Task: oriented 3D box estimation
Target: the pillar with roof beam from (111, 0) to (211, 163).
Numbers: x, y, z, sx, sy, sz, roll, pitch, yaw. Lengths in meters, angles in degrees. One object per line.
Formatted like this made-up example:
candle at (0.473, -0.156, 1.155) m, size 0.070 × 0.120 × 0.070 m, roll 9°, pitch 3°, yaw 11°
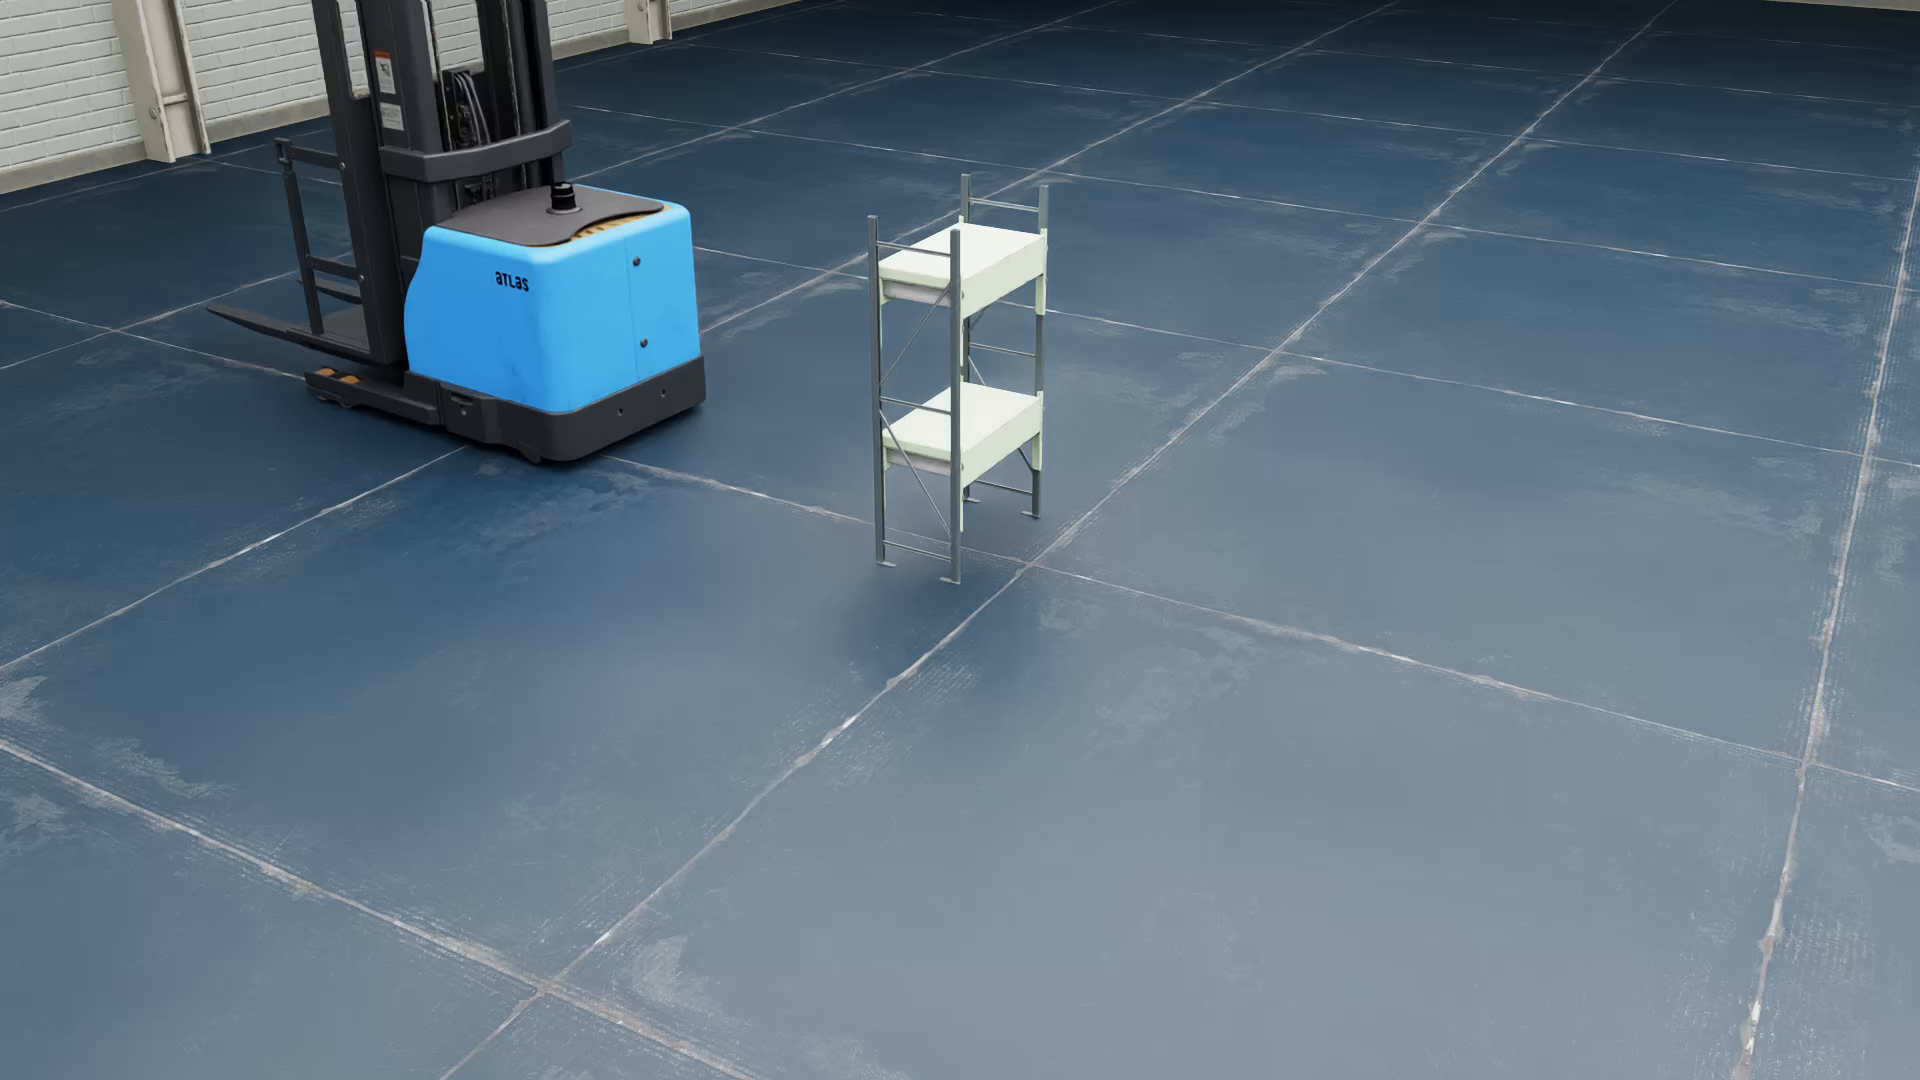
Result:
pillar with roof beam at (-2.586, -6.194, 9.570) m, size 9.100 × 9.000 × 0.400 m, roll 14°, pitch 30°, yaw 26°

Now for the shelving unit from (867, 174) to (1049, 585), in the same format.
shelving unit at (0.003, -0.673, 6.919) m, size 0.431 × 1.500 × 0.755 m, roll 14°, pitch 30°, yaw 26°

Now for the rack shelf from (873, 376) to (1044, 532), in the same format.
rack shelf at (0.003, -0.382, 7.065) m, size 0.431 × 0.370 × 0.720 m, roll 14°, pitch 30°, yaw 26°

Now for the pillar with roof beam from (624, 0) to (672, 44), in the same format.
pillar with roof beam at (0.365, -8.532, 14.242) m, size 9.100 × 9.000 × 0.400 m, roll 14°, pitch 30°, yaw 26°

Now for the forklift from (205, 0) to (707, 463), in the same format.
forklift at (-2.812, -2.170, 8.311) m, size 3.031 × 2.935 × 1.130 m, roll 17°, pitch 31°, yaw 30°

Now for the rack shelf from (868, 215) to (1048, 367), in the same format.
rack shelf at (0.003, -1.022, 6.745) m, size 0.431 × 0.370 × 0.720 m, roll 14°, pitch 30°, yaw 26°

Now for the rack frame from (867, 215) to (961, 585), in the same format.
rack frame at (-0.177, -0.531, 6.635) m, size 0.400 × 1.500 × 0.023 m, roll 14°, pitch 30°, yaw 26°

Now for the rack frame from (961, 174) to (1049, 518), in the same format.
rack frame at (0.183, -0.816, 7.204) m, size 0.400 × 1.500 × 0.023 m, roll 14°, pitch 30°, yaw 26°
